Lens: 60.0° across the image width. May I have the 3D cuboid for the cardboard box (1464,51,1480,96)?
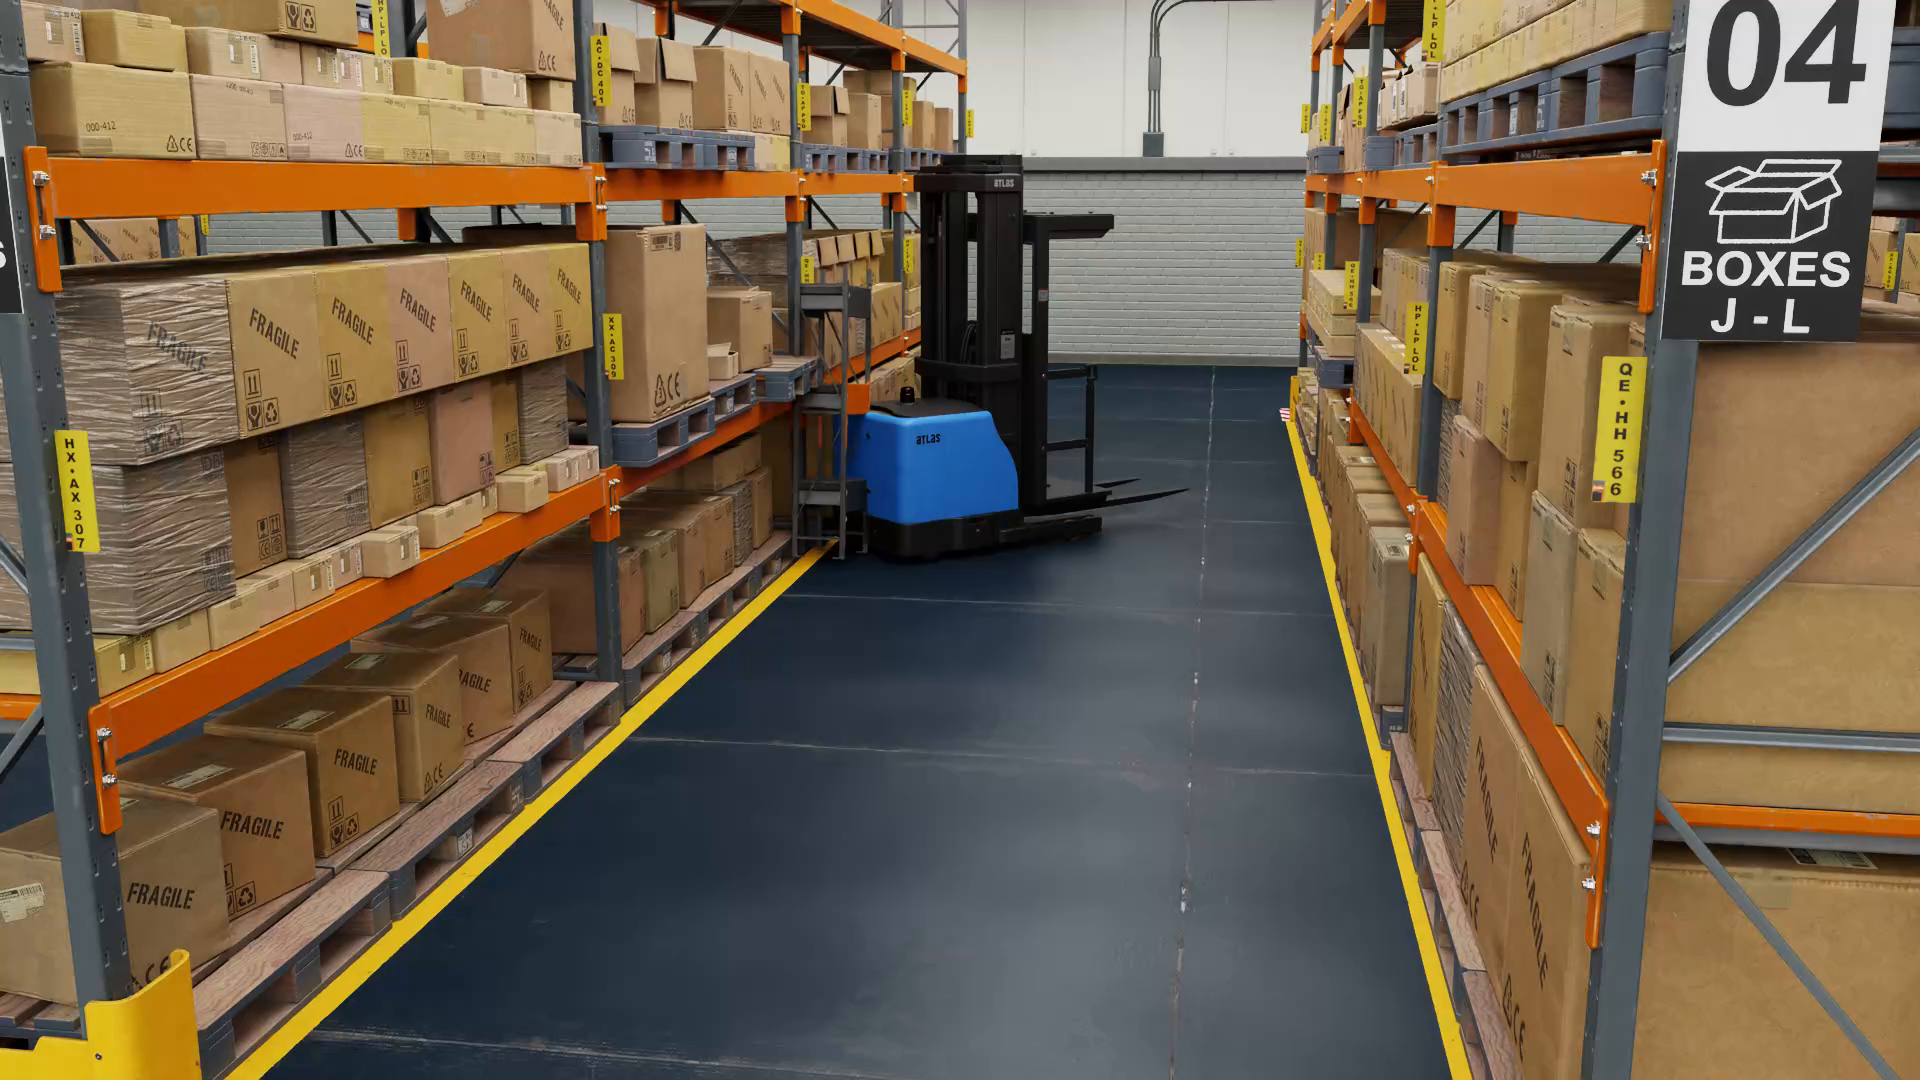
[{"bbox_3d":[2.109,-1.749,6.232,0.380,0.149,0.250,2,12,8],"label":"cardboard box"}]

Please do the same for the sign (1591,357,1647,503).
[{"bbox_3d":[1.468,-0.244,3.694,0.100,0.325,0.005,2,12,9],"label":"sign"}]

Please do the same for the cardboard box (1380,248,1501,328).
[{"bbox_3d":[3.153,-1.651,10.925,0.700,0.500,0.500,2,12,8],"label":"cardboard box"}]

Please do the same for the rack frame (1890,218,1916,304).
[{"bbox_3d":[8.754,-1.900,14.691,1.000,3.000,0.127,2,12,9],"label":"rack frame"}]

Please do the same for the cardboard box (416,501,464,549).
[{"bbox_3d":[-2.256,-0.067,6.781,0.380,0.149,0.250,2,12,9],"label":"cardboard box"}]

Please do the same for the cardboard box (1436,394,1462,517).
[{"bbox_3d":[2.572,-0.370,7.236,0.875,0.550,0.550,2,12,9],"label":"cardboard box"}]

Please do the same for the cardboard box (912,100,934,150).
[{"bbox_3d":[-0.669,-4.372,17.566,0.700,0.500,0.500,2,12,11],"label":"cardboard box"}]

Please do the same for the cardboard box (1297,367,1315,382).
[{"bbox_3d":[4.046,-1.877,18.939,0.380,0.149,0.250,1,12,6],"label":"cardboard box"}]

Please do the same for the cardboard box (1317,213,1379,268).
[{"bbox_3d":[3.652,-2.829,15.685,0.500,0.500,0.500,1,12,7],"label":"cardboard box"}]

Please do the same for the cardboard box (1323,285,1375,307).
[{"bbox_3d":[2.973,-1.859,12.689,0.380,0.149,0.250,2,12,10],"label":"cardboard box"}]

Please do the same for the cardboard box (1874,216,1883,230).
[{"bbox_3d":[8.683,-2.932,15.329,0.380,0.149,0.250,2,12,9],"label":"cardboard box"}]

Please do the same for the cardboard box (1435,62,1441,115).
[{"bbox_3d":[2.568,-2.174,7.961,0.500,0.250,0.500,2,12,9],"label":"cardboard box"}]

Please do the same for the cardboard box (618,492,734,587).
[{"bbox_3d":[-1.890,-0.007,10.797,0.700,0.500,0.500,3,13,13],"label":"cardboard box"}]

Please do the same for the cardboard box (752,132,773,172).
[{"bbox_3d":[-1.547,-2.571,11.039,0.500,0.250,0.500,2,12,8],"label":"cardboard box"}]

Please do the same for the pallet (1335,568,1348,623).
[{"bbox_3d":[3.037,0.318,11.017,1.003,0.211,1.213,2,12,9],"label":"pallet"}]

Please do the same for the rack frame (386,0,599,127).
[{"bbox_3d":[-2.268,-3.489,7.821,1.000,3.000,0.127,2,12,9],"label":"rack frame"}]

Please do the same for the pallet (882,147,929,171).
[{"bbox_3d":[-0.902,-3.814,16.662,1.003,0.211,1.213,2,12,9],"label":"pallet"}]

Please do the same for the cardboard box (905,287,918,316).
[{"bbox_3d":[-0.707,-2.383,16.579,0.500,0.250,0.500,2,12,8],"label":"cardboard box"}]

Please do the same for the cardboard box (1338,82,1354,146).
[{"bbox_3d":[3.480,-3.444,13.494,0.797,0.503,0.637,2,12,8],"label":"cardboard box"}]

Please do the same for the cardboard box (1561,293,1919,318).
[{"bbox_3d":[2.311,-0.448,5.035,0.875,0.550,0.550,2,12,9],"label":"cardboard box"}]

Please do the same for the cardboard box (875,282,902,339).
[{"bbox_3d":[-0.840,-2.164,15.677,0.500,0.500,0.500,2,12,9],"label":"cardboard box"}]

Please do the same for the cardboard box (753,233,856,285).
[{"bbox_3d":[-1.325,-2.355,14.182,0.797,0.503,0.637,2,12,10],"label":"cardboard box"}]

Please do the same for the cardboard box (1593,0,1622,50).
[{"bbox_3d":[1.758,-1.272,4.017,0.380,0.149,0.250,2,12,9],"label":"cardboard box"}]

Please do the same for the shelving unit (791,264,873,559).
[{"bbox_3d":[-0.934,-0.936,12.155,0.431,2.100,0.503,3,6,17],"label":"shelving unit"}]

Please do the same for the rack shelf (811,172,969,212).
[{"bbox_3d":[-0.730,-3.752,17.872,1.077,0.370,4.000,2,12,9],"label":"rack shelf"}]

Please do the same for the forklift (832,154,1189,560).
[{"bbox_3d":[0.504,-1.511,13.047,3.031,2.935,1.130,-9,15,-35],"label":"forklift"}]

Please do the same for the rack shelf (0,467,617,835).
[{"bbox_3d":[-2.576,0.212,6.597,1.077,0.370,4.000,2,12,9],"label":"rack shelf"}]

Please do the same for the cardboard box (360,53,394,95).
[{"bbox_3d":[-2.359,-1.739,6.233,0.380,0.149,0.250,1,12,7],"label":"cardboard box"}]

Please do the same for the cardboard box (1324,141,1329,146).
[{"bbox_3d":[3.667,-3.781,15.468,0.500,0.250,0.500,1,12,6],"label":"cardboard box"}]

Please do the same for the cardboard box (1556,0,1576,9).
[{"bbox_3d":[1.879,-1.549,4.358,0.500,0.250,0.500,2,12,9],"label":"cardboard box"}]

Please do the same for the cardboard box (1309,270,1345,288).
[{"bbox_3d":[3.332,-2.346,14.945,0.380,0.149,0.250,3,12,12],"label":"cardboard box"}]

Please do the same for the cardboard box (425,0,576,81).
[{"bbox_3d":[-2.086,-2.359,7.569,0.500,0.500,0.500,2,12,7],"label":"cardboard box"}]

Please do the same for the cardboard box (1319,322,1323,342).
[{"bbox_3d":[3.015,-1.620,12.990,0.380,0.149,0.250,1,12,6],"label":"cardboard box"}]

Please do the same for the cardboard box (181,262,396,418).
[{"bbox_3d":[-2.370,-0.720,5.898,0.500,0.500,0.500,2,12,9],"label":"cardboard box"}]

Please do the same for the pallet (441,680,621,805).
[{"bbox_3d":[-2.337,0.948,8.093,1.003,0.211,1.213,2,12,9],"label":"pallet"}]

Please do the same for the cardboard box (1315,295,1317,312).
[{"bbox_3d":[3.176,-1.982,13.965,0.380,0.149,0.250,2,12,11],"label":"cardboard box"}]

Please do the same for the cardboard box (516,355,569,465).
[{"bbox_3d":[-2.399,-0.659,7.986,0.875,0.500,0.500,2,12,9],"label":"cardboard box"}]

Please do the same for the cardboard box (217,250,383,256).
[{"bbox_3d":[-2.742,-0.945,6.943,0.500,0.500,0.500,2,12,9],"label":"cardboard box"}]

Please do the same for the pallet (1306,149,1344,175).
[{"bbox_3d":[3.647,-3.289,14.461,1.213,0.211,1.003,2,12,9],"label":"pallet"}]

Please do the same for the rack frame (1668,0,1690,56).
[{"bbox_3d":[2.002,-2.474,3.114,1.000,3.000,0.127,2,12,9],"label":"rack frame"}]

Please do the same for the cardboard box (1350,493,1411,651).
[{"bbox_3d":[2.776,0.187,9.347,1.050,0.750,0.750,2,12,9],"label":"cardboard box"}]

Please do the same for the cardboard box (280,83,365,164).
[{"bbox_3d":[-2.401,-1.419,5.693,0.500,0.250,0.500,2,12,8],"label":"cardboard box"}]

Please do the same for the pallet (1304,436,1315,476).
[{"bbox_3d":[3.916,-0.817,16.285,1.003,0.211,1.213,2,12,9],"label":"pallet"}]

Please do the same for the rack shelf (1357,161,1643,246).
[{"bbox_3d":[2.925,-1.905,9.301,1.077,0.370,4.000,2,12,9],"label":"rack shelf"}]

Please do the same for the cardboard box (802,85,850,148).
[{"bbox_3d":[-1.360,-3.537,13.922,0.797,0.503,0.637,2,12,8],"label":"cardboard box"}]

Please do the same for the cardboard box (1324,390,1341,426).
[{"bbox_3d":[3.393,-1.133,14.288,0.500,0.250,0.500,2,12,10],"label":"cardboard box"}]

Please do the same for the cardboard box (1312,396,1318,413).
[{"bbox_3d":[3.676,-1.331,16.408,0.380,0.149,0.250,2,12,8],"label":"cardboard box"}]

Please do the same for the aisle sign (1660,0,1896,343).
[{"bbox_3d":[1.695,-0.807,3.449,0.394,0.787,0.004,2,12,9],"label":"aisle sign"}]

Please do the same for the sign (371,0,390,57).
[{"bbox_3d":[-2.817,-2.485,8.121,0.100,0.325,0.005,2,12,9],"label":"sign"}]
